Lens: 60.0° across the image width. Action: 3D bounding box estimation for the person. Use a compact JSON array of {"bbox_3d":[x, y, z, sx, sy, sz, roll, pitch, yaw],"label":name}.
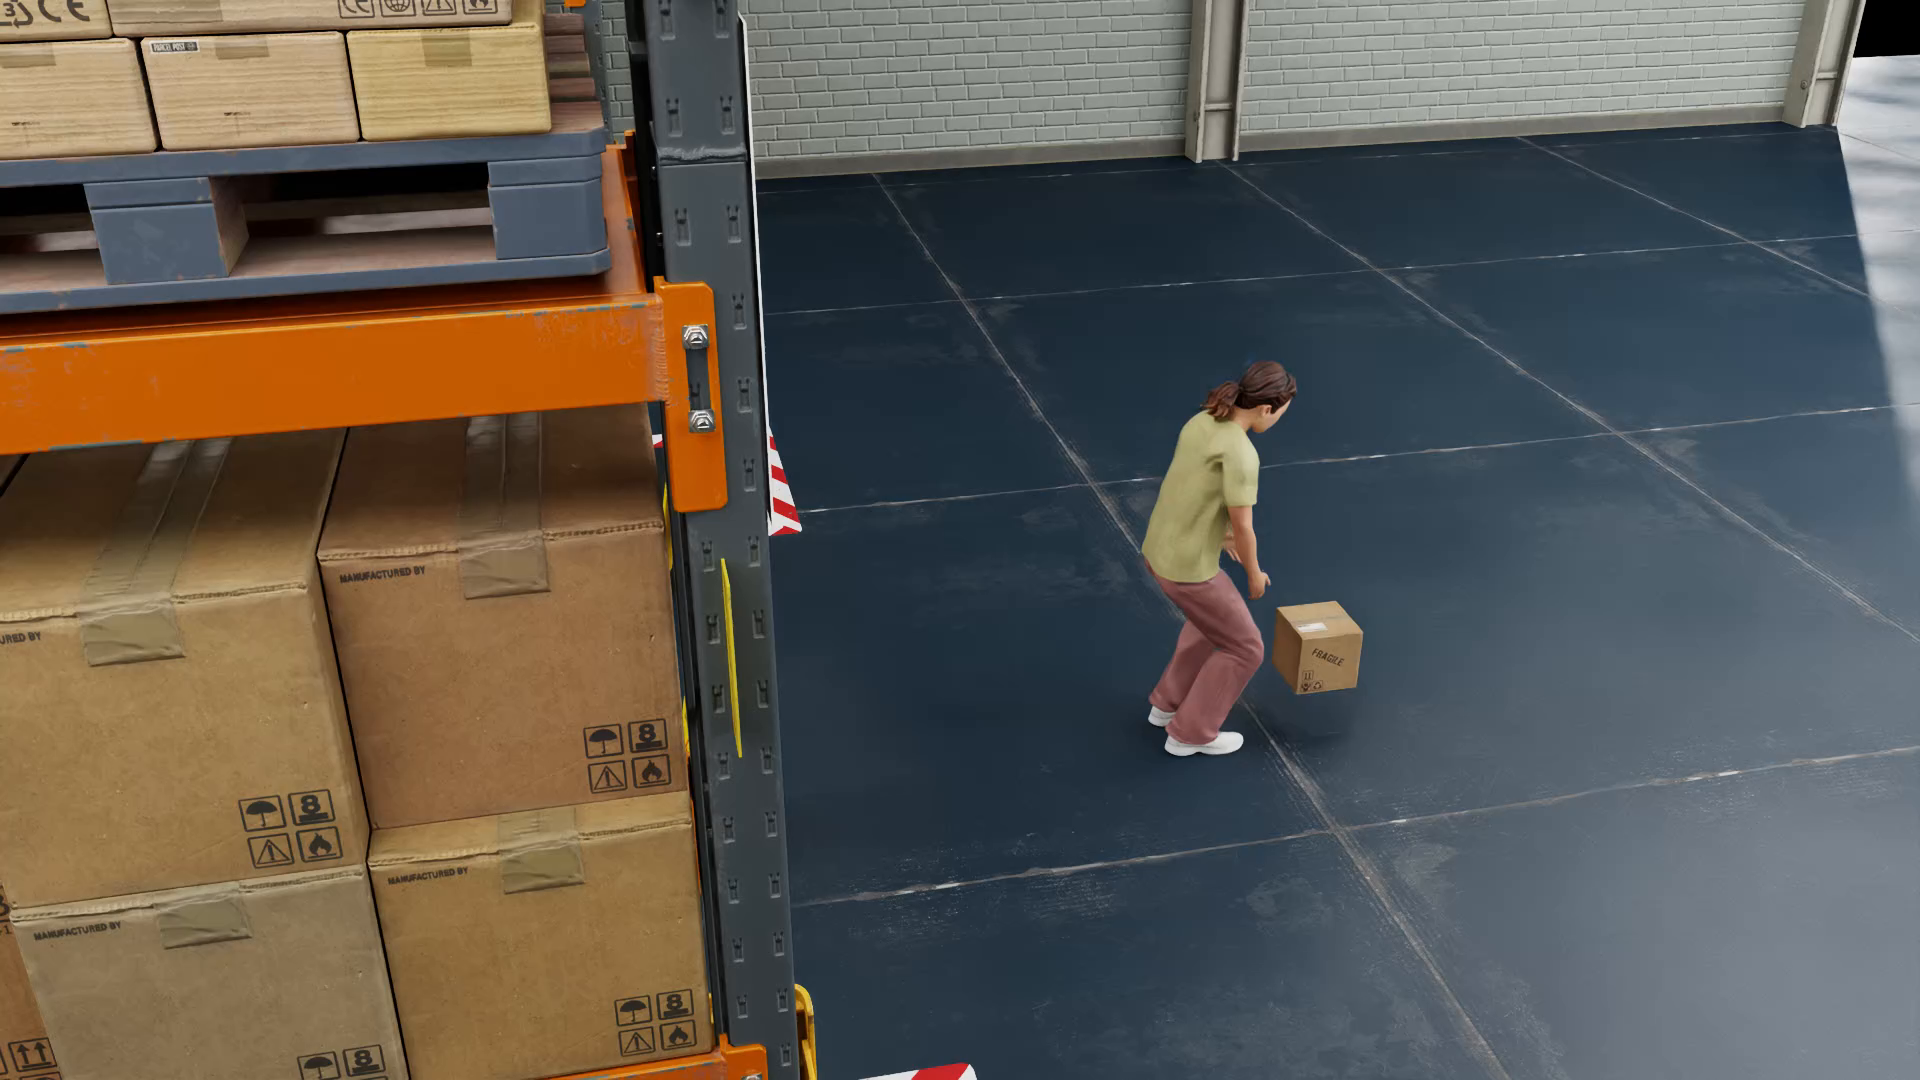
[{"bbox_3d":[0.938,0.064,6.179,0.533,1.515,0.498,-6,27,-11],"label":"person"}]
